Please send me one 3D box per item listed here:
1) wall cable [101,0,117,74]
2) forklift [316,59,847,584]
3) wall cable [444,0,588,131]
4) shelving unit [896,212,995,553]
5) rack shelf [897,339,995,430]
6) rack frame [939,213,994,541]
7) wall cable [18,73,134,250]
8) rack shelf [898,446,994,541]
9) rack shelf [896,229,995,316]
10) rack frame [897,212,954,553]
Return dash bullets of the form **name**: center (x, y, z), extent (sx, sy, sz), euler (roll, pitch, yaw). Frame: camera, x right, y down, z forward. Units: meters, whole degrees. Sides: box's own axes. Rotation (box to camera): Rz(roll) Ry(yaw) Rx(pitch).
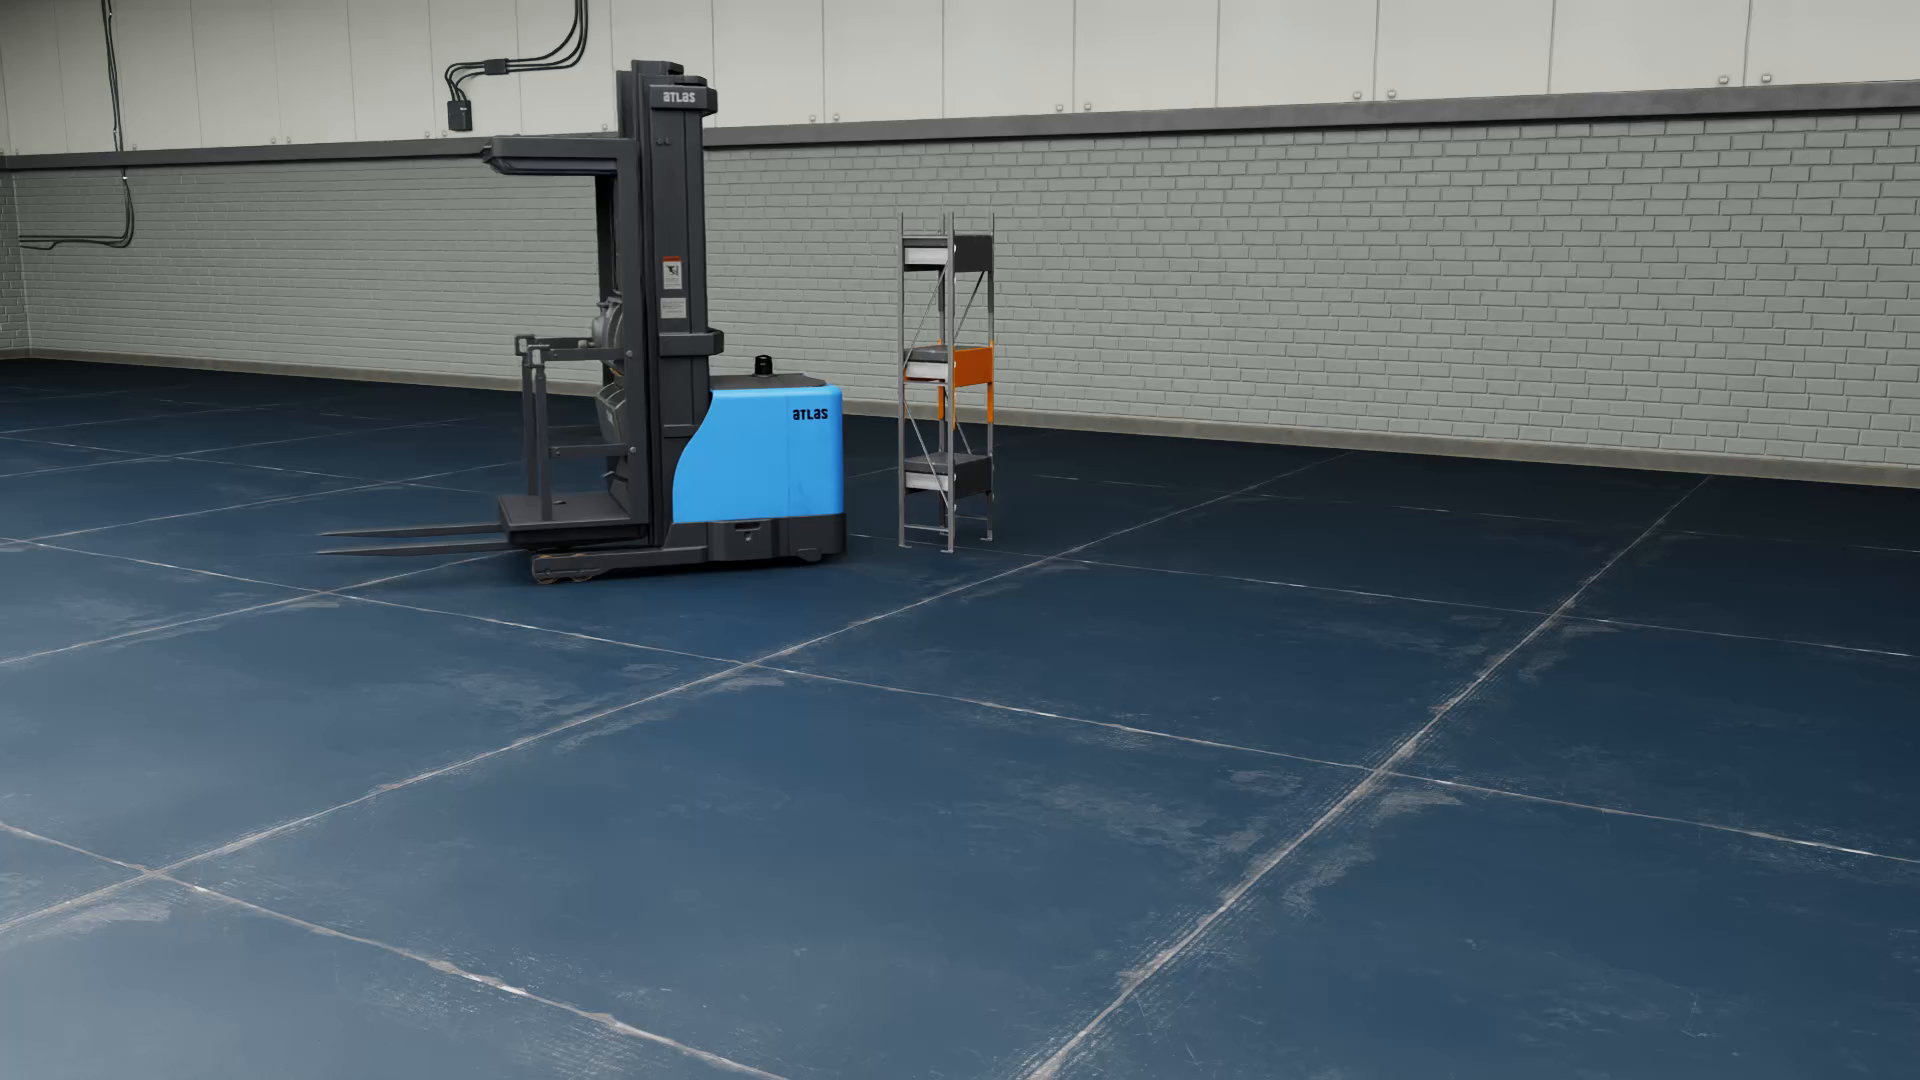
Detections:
- **wall cable**: center (-11.127, -7.858, 23.102), extent (3.097, 2.526, 0.112), euler (6, 12, 31)
- **forklift**: center (-2.266, -1.297, 9.830), extent (3.031, 2.935, 1.130), euler (-4, 11, -18)
- **wall cable**: center (-5.334, -7.923, 19.491), extent (2.305, 6.003, 0.169), euler (6, 12, 31)
- **shelving unit**: center (-0.086, -1.006, 10.536), extent (0.431, 2.100, 0.503), euler (6, 12, 31)
- **rack shelf**: center (-0.086, -0.993, 10.539), extent (0.431, 0.518, 0.480), euler (6, 12, 31)
- **rack frame**: center (0.041, -1.044, 10.741), extent (0.400, 2.100, 0.015), euler (6, 12, 31)
- **wall cable**: center (-13.439, -5.634, 24.948), extent (3.097, 2.526, 0.112), euler (6, 12, 31)
- **rack shelf**: center (-0.086, -0.305, 10.668), extent (0.431, 0.518, 0.480), euler (6, 12, 31)
- **rack shelf**: center (-0.086, -1.681, 10.410), extent (0.431, 0.518, 0.480), euler (6, 12, 31)
- **rack frame**: center (-0.213, -0.968, 10.331), extent (0.400, 2.100, 0.015), euler (6, 12, 31)
